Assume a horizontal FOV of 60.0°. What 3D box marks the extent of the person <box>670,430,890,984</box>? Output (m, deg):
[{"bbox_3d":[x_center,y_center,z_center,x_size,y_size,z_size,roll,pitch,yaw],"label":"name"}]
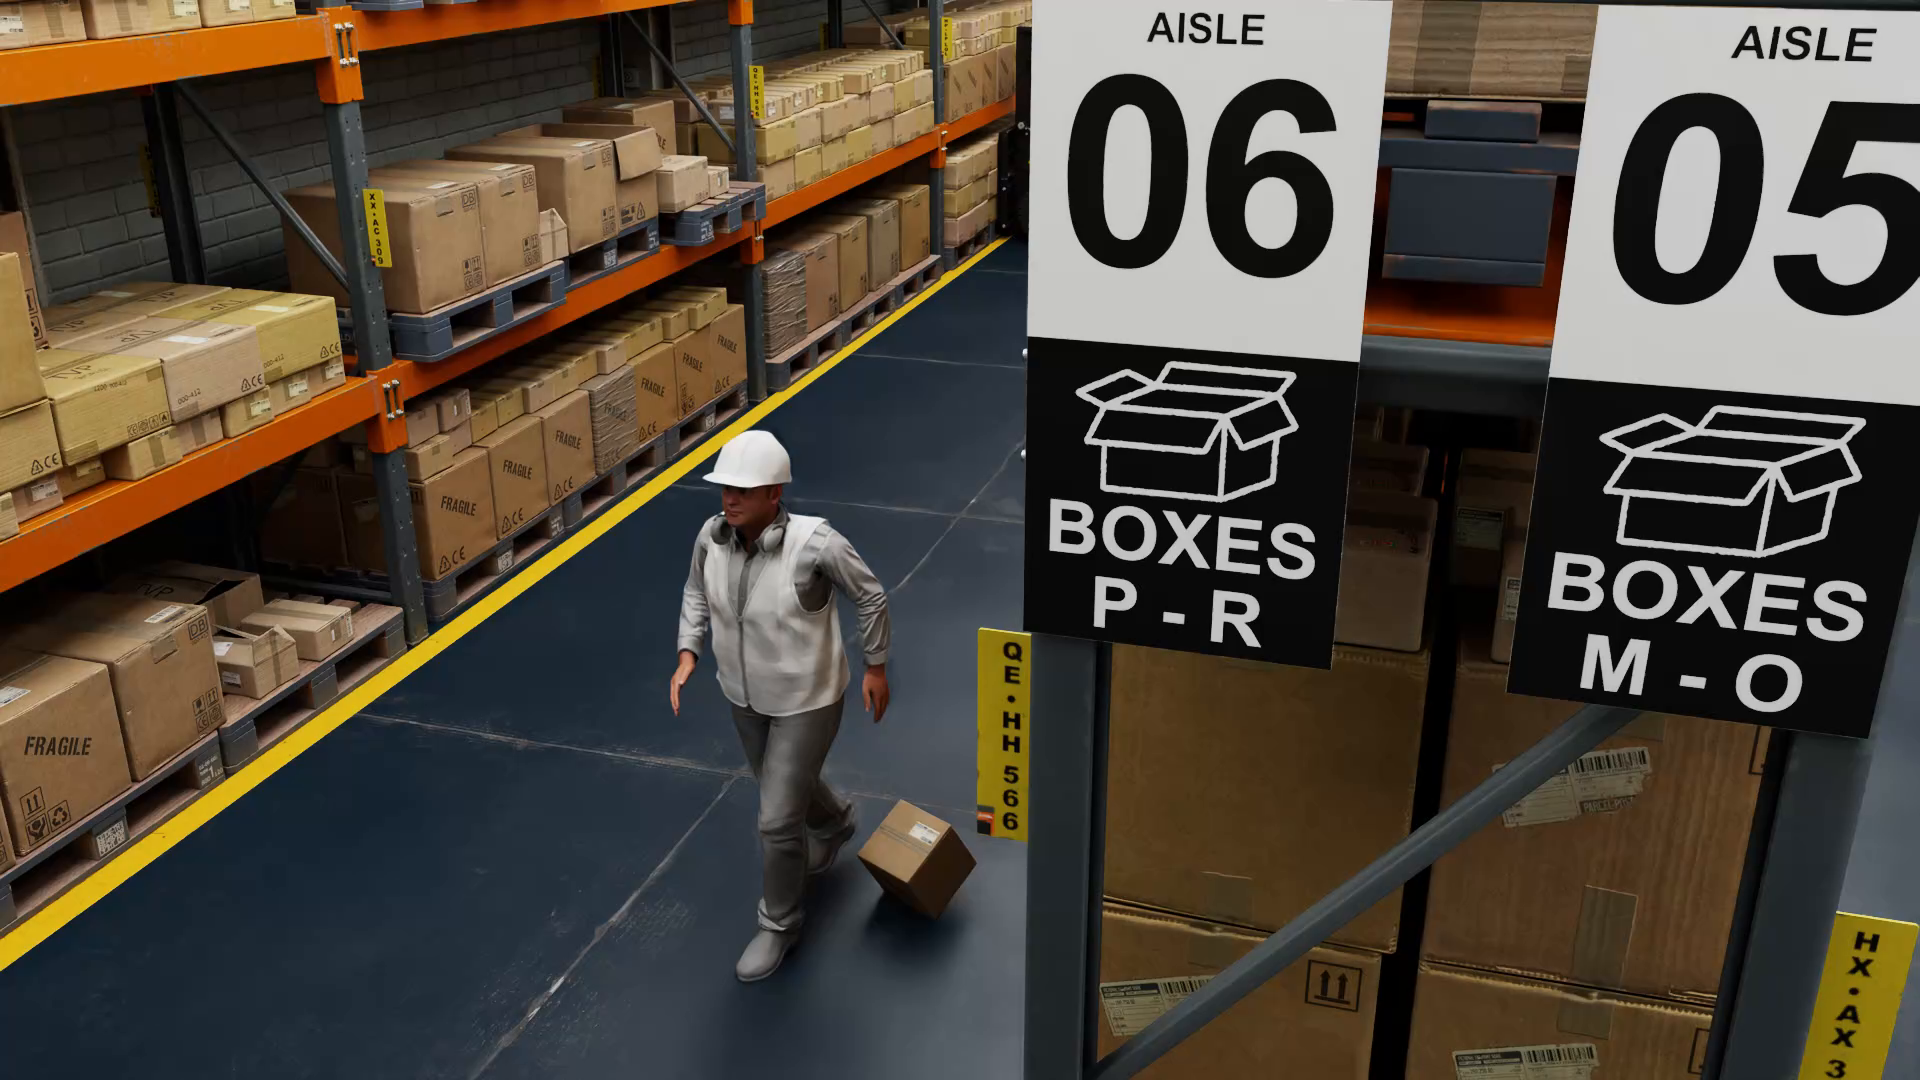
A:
[{"bbox_3d":[-0.561,0.467,5.385,0.673,1.778,0.802,14,26,31],"label":"person"}]
